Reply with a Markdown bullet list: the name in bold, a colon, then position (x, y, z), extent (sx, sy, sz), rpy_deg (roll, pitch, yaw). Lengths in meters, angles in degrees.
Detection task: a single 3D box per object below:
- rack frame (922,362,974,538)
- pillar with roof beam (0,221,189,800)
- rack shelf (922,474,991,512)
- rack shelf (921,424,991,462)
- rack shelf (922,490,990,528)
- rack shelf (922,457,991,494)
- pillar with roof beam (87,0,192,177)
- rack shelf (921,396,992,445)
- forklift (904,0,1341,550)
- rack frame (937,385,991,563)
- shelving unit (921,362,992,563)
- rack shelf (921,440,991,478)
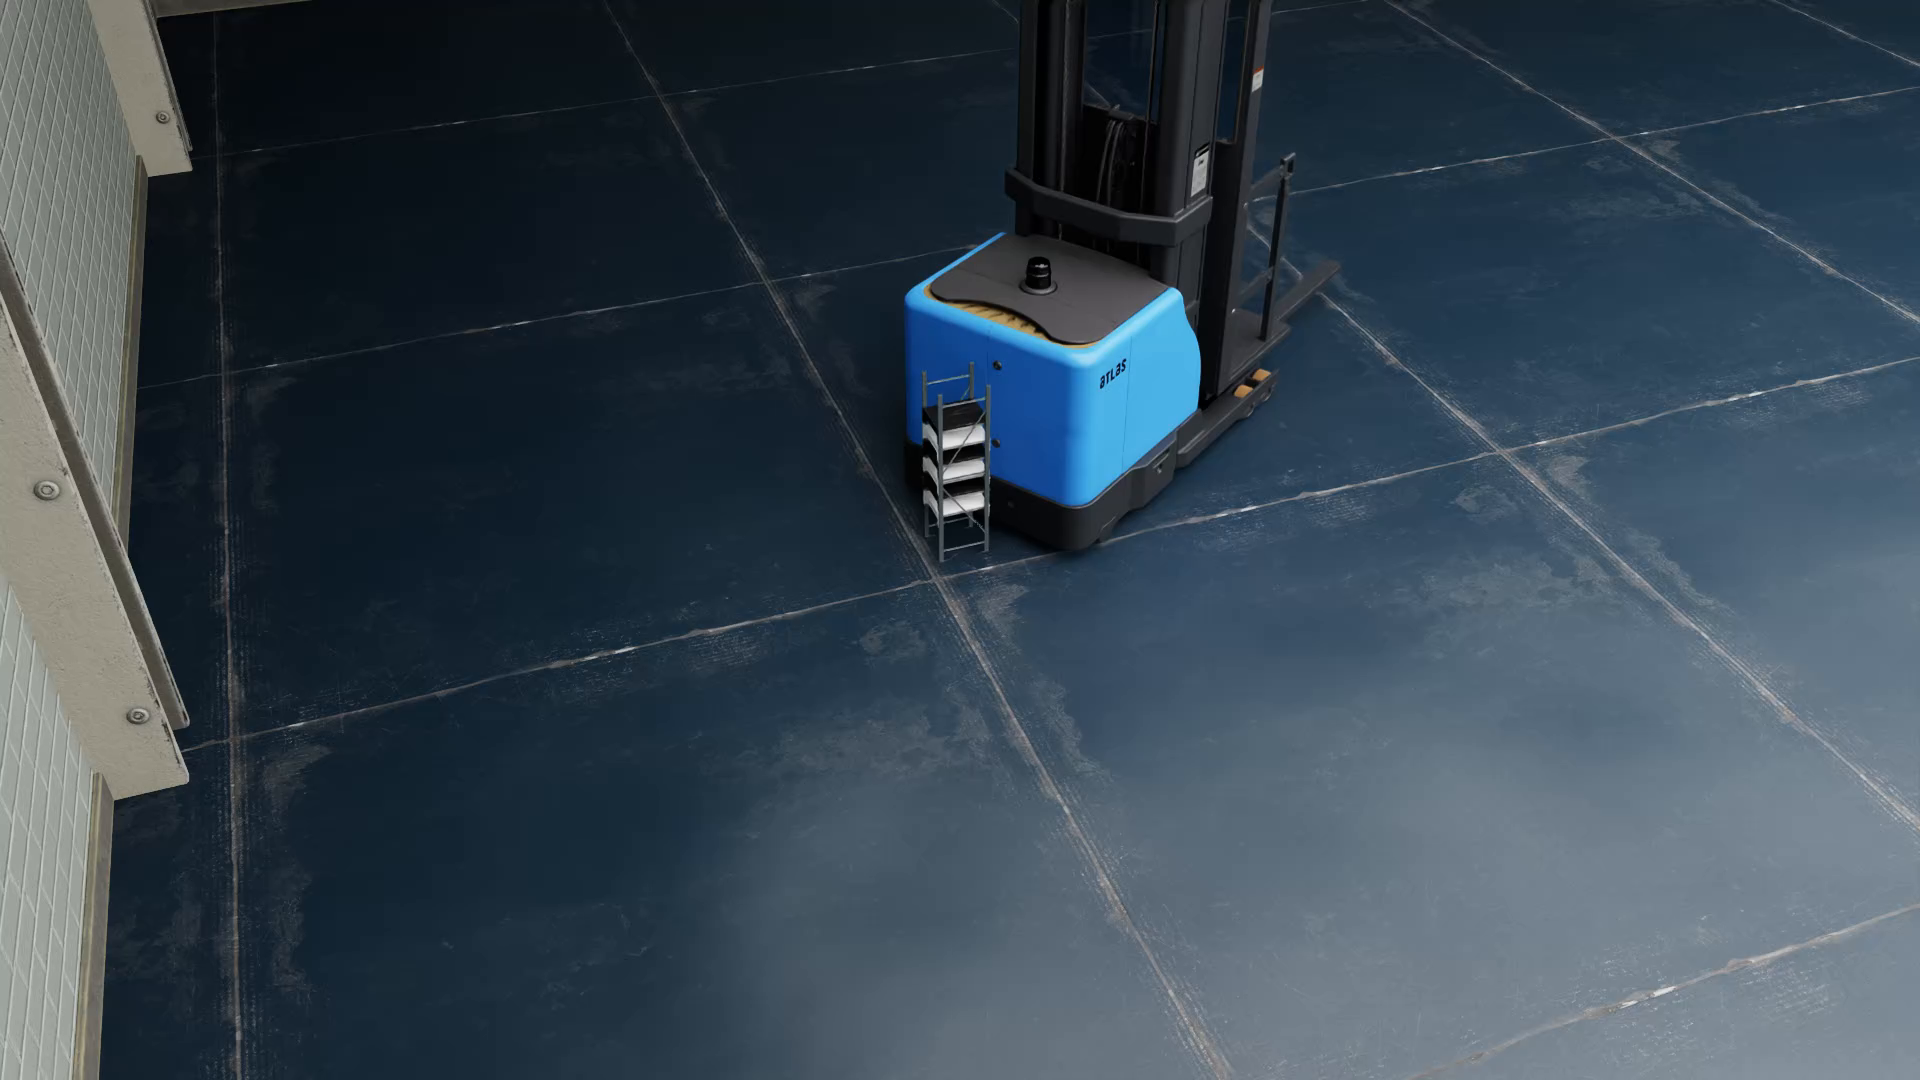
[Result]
- **rack frame**: position (-0.053, -0.395, 7.527), extent (0.240, 0.900, 0.006), rpy_deg (-12, 39, -16)
- **pillar with roof beam**: position (0.818, -3.618, 5.074), extent (9.100, 9.000, 0.400), rpy_deg (-12, 39, -16)
- **rack shelf**: position (-0.018, -0.239, 7.525), extent (0.258, 0.077, 0.200), rpy_deg (-12, 39, -16)
- **rack shelf**: position (-0.018, -0.455, 7.362), extent (0.258, 0.077, 0.200), rpy_deg (-12, 39, -16)
- **rack shelf**: position (-0.018, -0.168, 7.579), extent (0.258, 0.077, 0.200), rpy_deg (-12, 39, -16)
- **rack shelf**: position (-0.018, -0.311, 7.471), extent (0.258, 0.077, 0.200), rpy_deg (-12, 39, -16)
- **pillar with roof beam**: position (-1.247, -7.007, 9.574), extent (9.100, 9.000, 0.400), rpy_deg (-12, 39, -16)
- **rack shelf**: position (-0.018, -0.527, 7.308), extent (0.258, 0.077, 0.200), rpy_deg (-12, 39, -16)
- **forklift**: position (1.010, -1.960, 7.916), extent (1.130, 2.935, 3.031), rpy_deg (24, 43, 28)
- **rack frame**: position (0.018, -0.281, 7.374), extent (0.240, 0.900, 0.006), rpy_deg (-12, 39, -16)
- **shelving unit**: position (-0.018, -0.338, 7.451), extent (0.258, 0.900, 0.210), rpy_deg (-12, 39, -16)
- **rack shelf**: position (-0.018, -0.383, 7.417), extent (0.258, 0.077, 0.200), rpy_deg (-12, 39, -16)
